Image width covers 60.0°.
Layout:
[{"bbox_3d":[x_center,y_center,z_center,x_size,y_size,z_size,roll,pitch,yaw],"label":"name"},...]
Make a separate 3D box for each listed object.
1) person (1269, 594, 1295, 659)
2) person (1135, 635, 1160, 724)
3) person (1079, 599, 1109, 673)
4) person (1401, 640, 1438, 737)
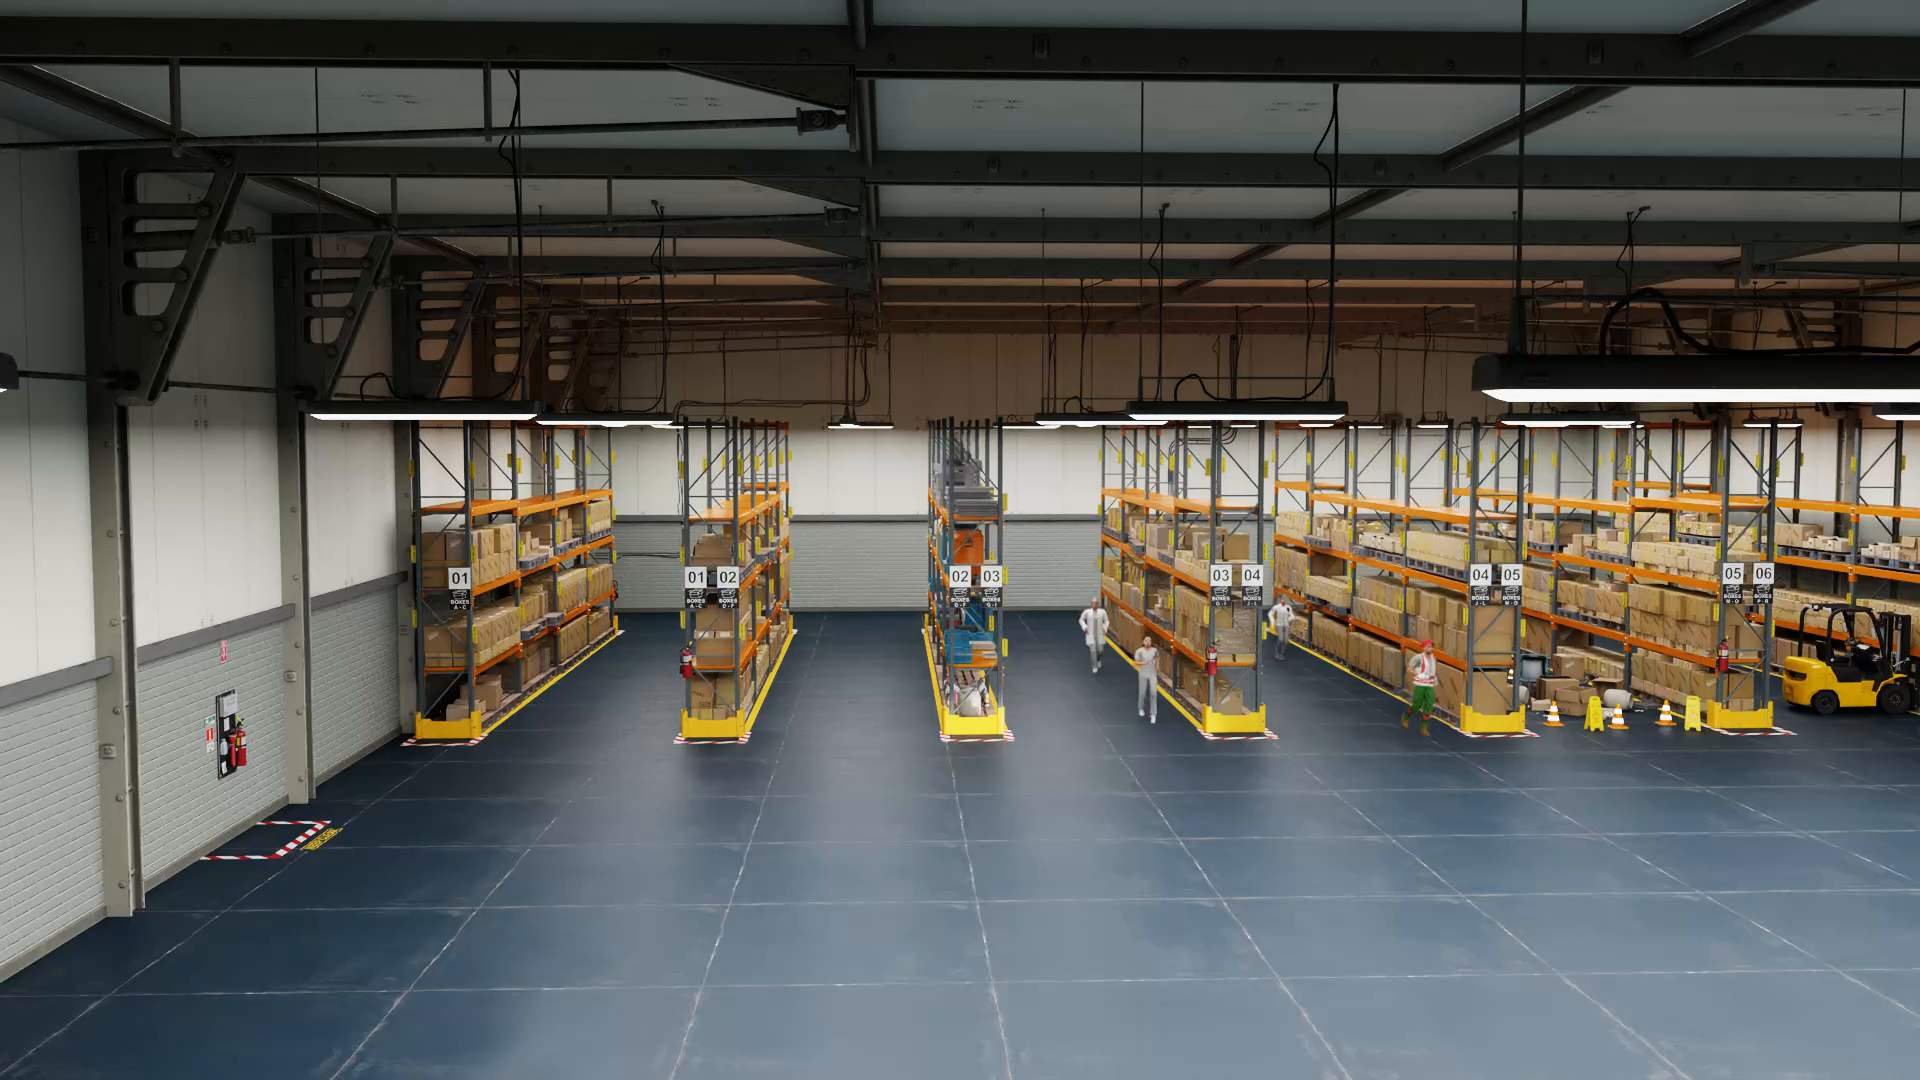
[{"bbox_3d":[8.067,2.167,41.548,0.593,1.660,0.616,0,4,-5],"label":"person"},{"bbox_3d":[3.713,2.723,32.964,0.543,1.711,0.844,0,4,-3],"label":"person"},{"bbox_3d":[3.198,2.264,39.702,0.721,1.746,0.639,0,4,-1],"label":"person"},{"bbox_3d":[8.807,2.777,31.607,0.703,1.785,0.845,-1,4,-21],"label":"person"}]
